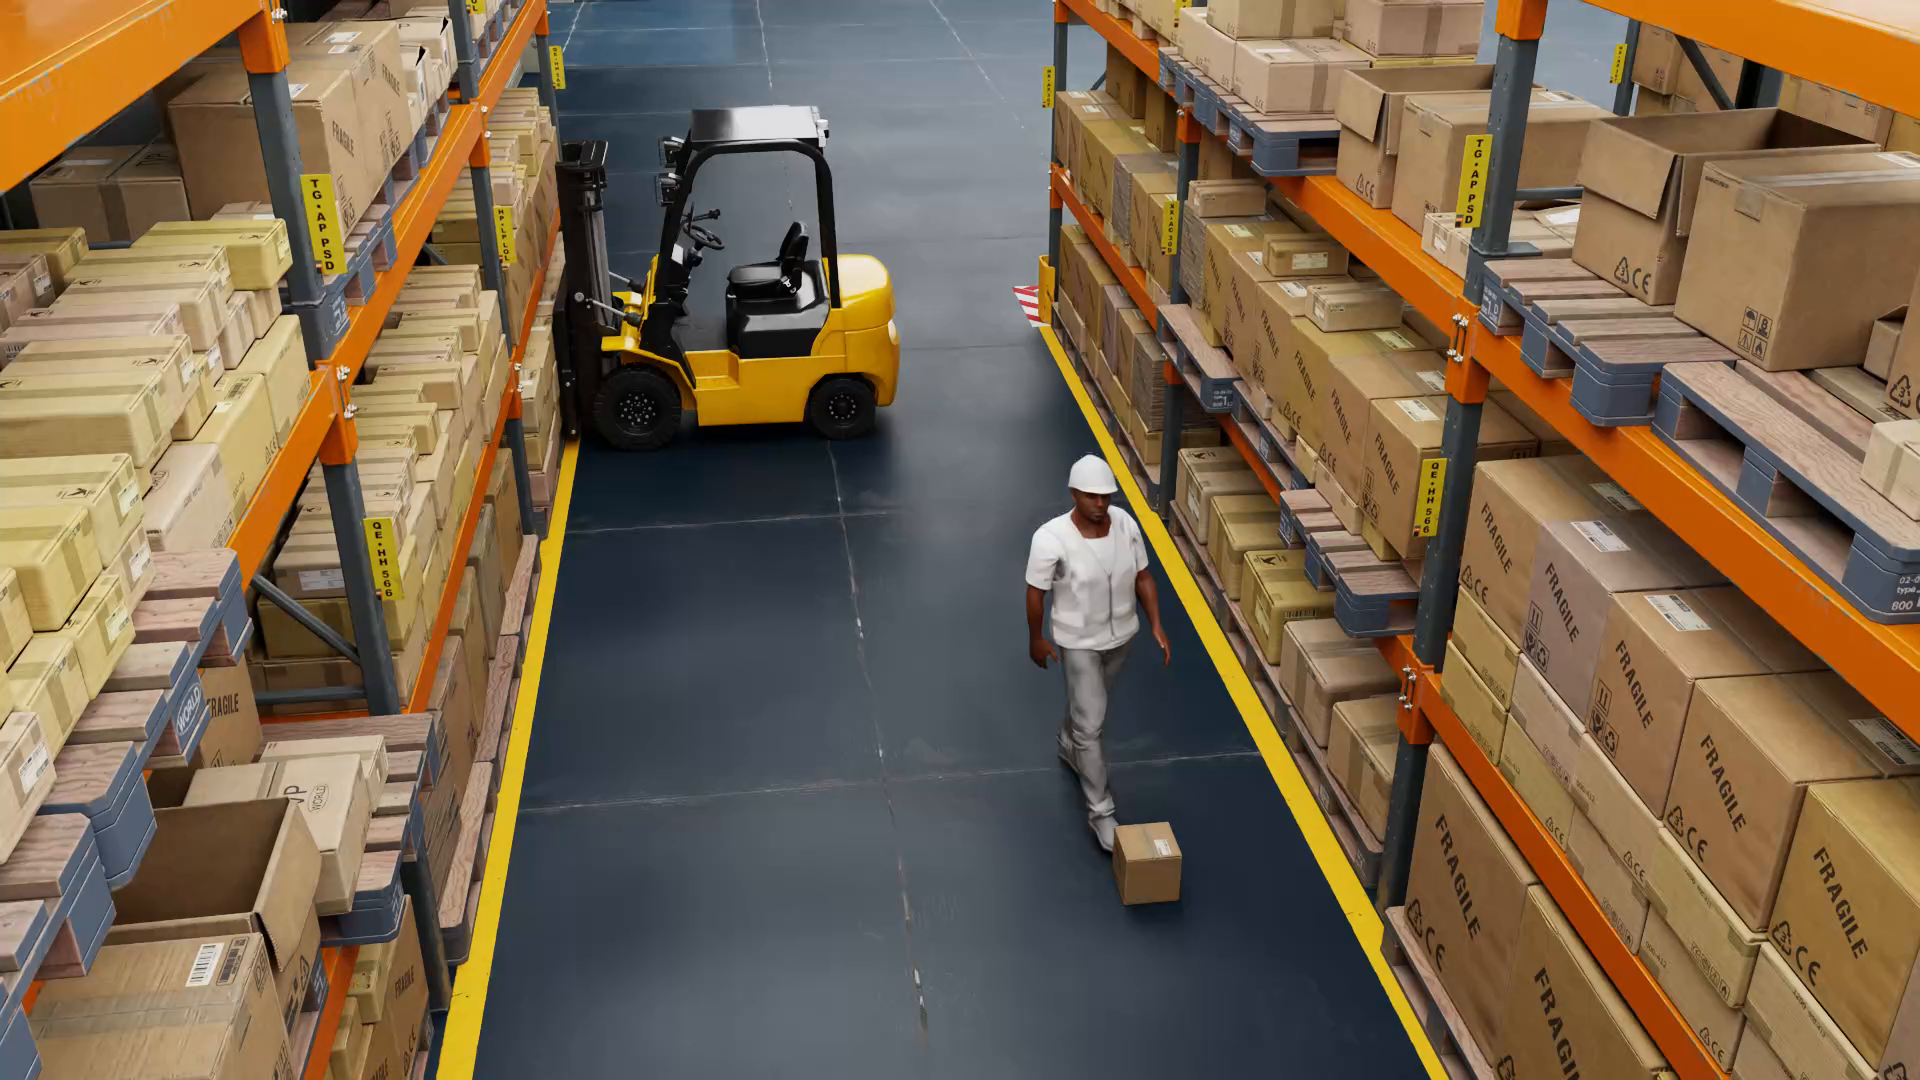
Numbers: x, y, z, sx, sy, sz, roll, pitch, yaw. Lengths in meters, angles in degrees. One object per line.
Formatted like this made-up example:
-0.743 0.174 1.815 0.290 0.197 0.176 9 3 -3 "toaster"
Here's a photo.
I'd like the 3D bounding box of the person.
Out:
0.682 0.473 7.622 0.575 1.728 0.872 -16 31 -28 "person"
